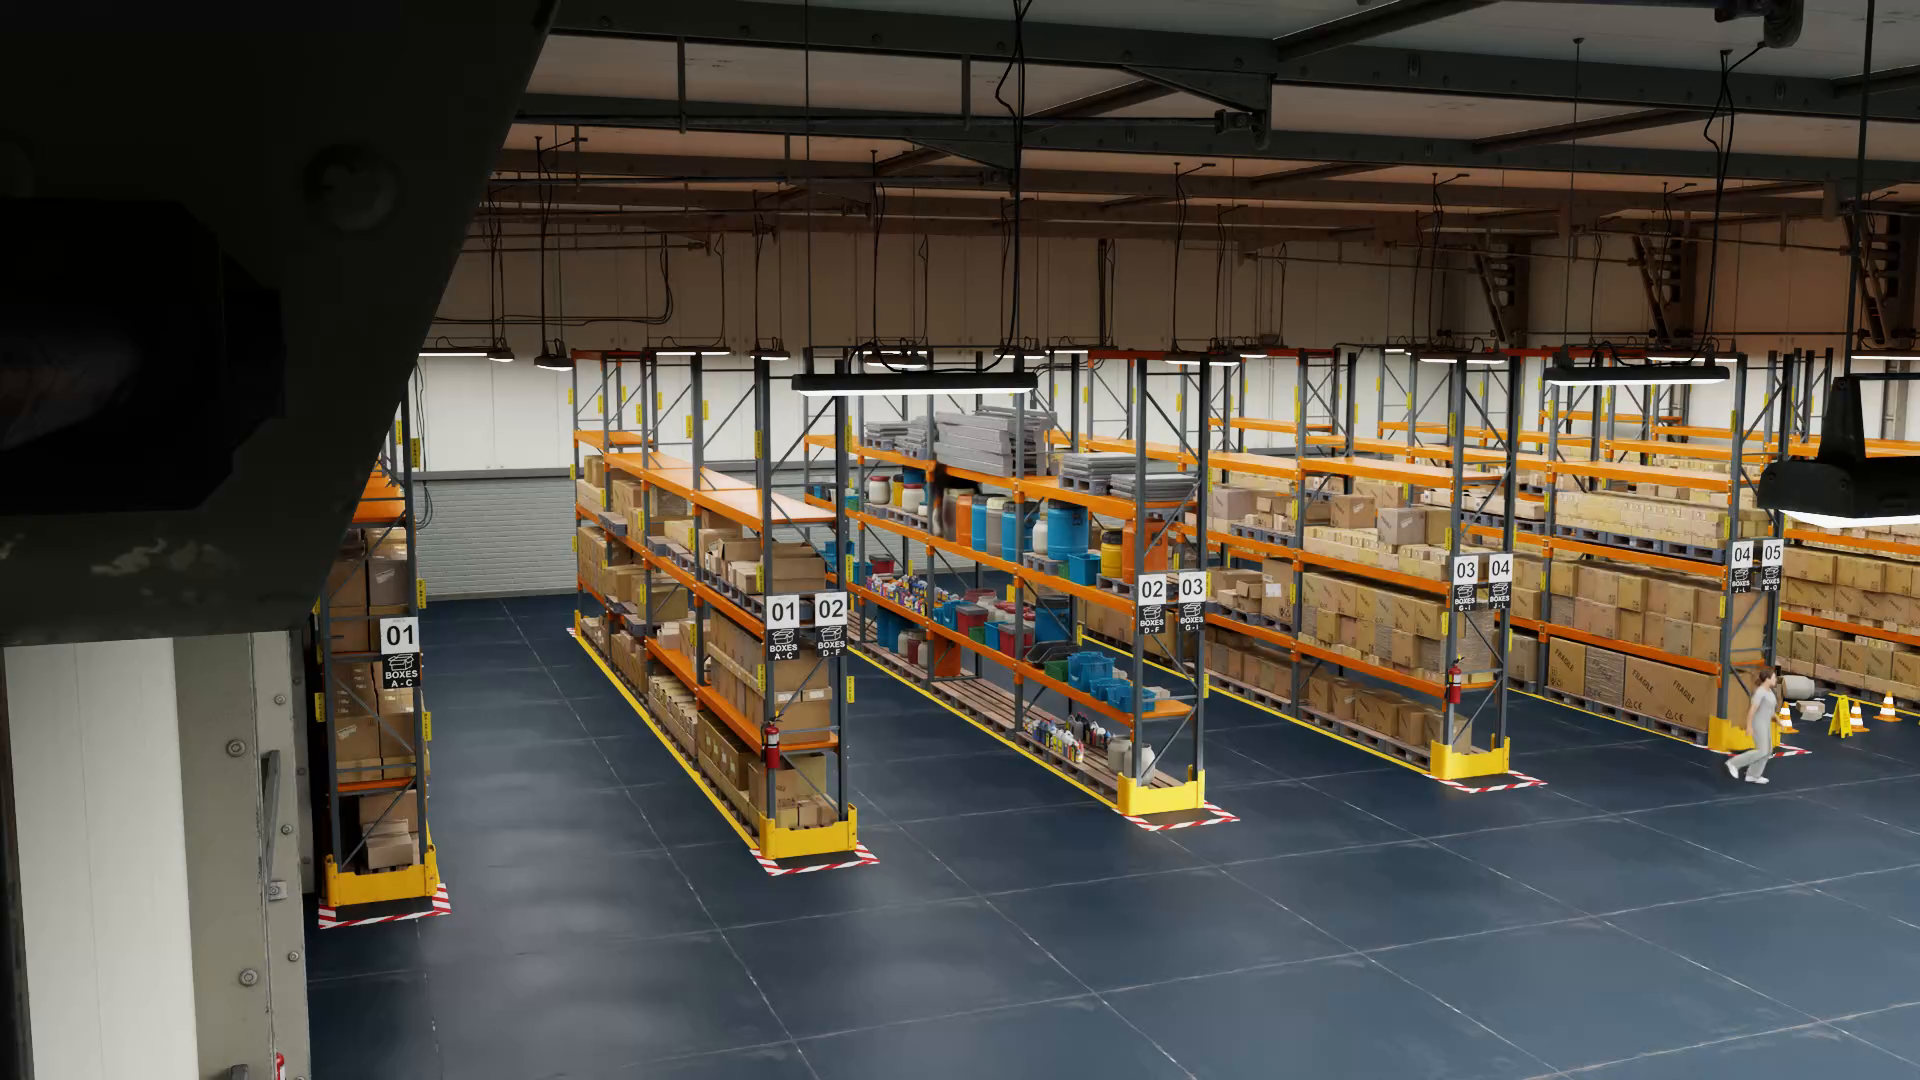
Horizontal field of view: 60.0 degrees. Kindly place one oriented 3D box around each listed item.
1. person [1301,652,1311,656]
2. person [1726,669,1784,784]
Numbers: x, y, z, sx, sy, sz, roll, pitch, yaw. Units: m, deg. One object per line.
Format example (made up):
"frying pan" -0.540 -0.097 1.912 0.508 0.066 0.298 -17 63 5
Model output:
"person" 6.913 1.467 32.411 0.654 1.665 0.724 -1 7 -7
"person" 11.206 2.613 23.425 0.657 1.637 0.615 5 9 37
